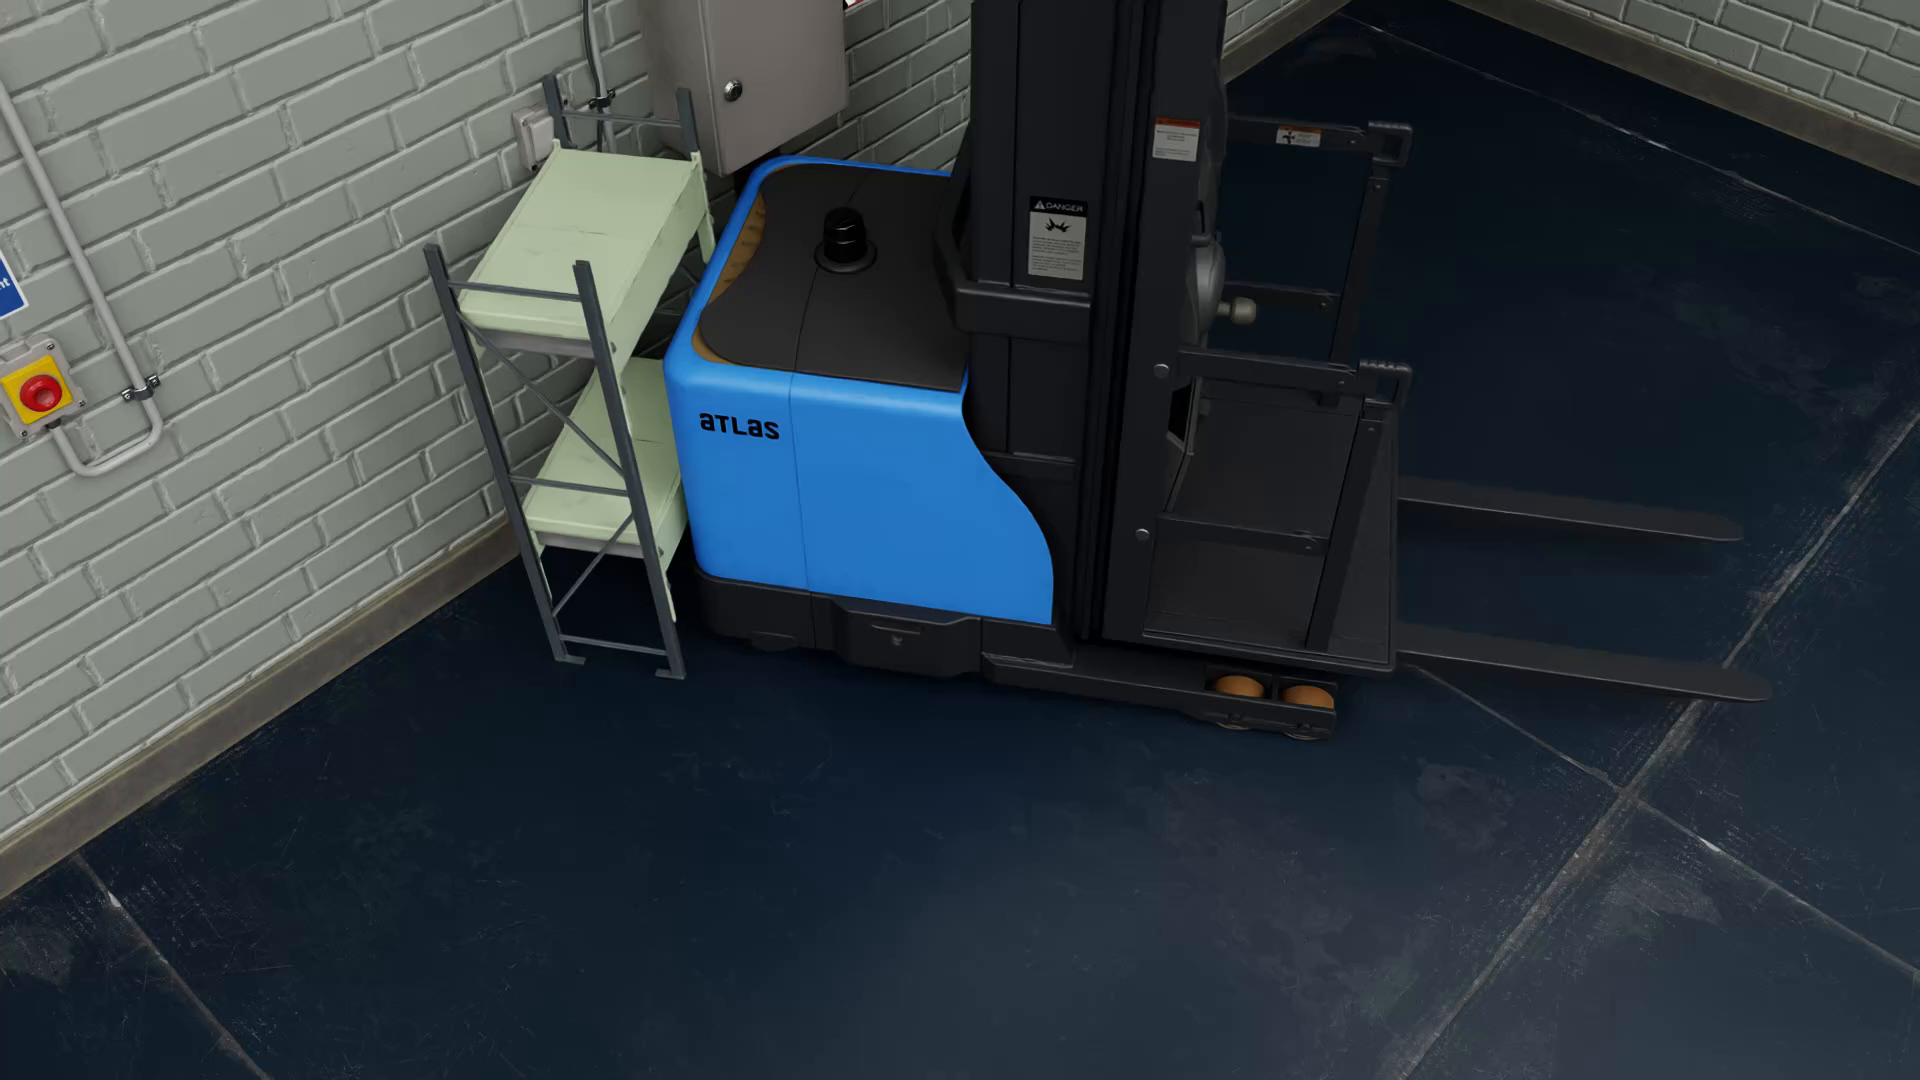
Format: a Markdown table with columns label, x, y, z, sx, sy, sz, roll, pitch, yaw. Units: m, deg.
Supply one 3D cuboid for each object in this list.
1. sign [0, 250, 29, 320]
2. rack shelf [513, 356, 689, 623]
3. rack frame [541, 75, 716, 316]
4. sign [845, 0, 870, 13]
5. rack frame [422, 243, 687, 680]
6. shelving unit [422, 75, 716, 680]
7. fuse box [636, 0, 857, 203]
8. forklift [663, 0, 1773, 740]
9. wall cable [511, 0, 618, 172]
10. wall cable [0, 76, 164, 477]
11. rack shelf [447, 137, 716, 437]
| label | x | y | z | sx | sy | sz | roll | pitch | yaw |
| --- | --- | --- | --- | --- | --- | --- | --- | --- | --- |
| sign | -2.146 | -0.499 | 3.476 | 0.001 | 0.218 | 0.327 | 34 | 55 | 28 |
| rack shelf | -0.934 | -0.177 | 4.825 | 0.431 | 0.370 | 0.720 | 8 | 48 | 9 |
| rack frame | -0.868 | -0.663 | 4.831 | 0.400 | 1.500 | 0.023 | 8 | 48 | 9 |
| sign | -0.354 | -1.790 | 4.938 | 0.001 | 0.494 | 0.329 | 34 | 55 | 28 |
| rack frame | -1.018 | -0.138 | 4.343 | 0.400 | 1.500 | 0.023 | 8 | 48 | 9 |
| shelving unit | -0.943 | -0.401 | 4.587 | 0.431 | 1.500 | 0.755 | 8 | 48 | 9 |
| fuse box | -0.536 | -1.014 | 5.029 | 0.414 | 1.711 | 0.539 | 34 | 55 | 28 |
| forklift | 0.792 | -0.859 | 4.046 | 3.031 | 2.935 | 1.130 | 8 | 47 | 7 |
| wall cable | -1.115 | -1.515 | 3.918 | 0.122 | 1.984 | 0.588 | 34 | 55 | 28 |
| wall cable | -2.068 | -0.761 | 3.188 | 0.123 | 1.953 | 0.585 | 34 | 55 | 28 |
| rack shelf | -0.953 | -0.668 | 4.303 | 0.431 | 0.370 | 0.720 | 8 | 48 | 9 |
